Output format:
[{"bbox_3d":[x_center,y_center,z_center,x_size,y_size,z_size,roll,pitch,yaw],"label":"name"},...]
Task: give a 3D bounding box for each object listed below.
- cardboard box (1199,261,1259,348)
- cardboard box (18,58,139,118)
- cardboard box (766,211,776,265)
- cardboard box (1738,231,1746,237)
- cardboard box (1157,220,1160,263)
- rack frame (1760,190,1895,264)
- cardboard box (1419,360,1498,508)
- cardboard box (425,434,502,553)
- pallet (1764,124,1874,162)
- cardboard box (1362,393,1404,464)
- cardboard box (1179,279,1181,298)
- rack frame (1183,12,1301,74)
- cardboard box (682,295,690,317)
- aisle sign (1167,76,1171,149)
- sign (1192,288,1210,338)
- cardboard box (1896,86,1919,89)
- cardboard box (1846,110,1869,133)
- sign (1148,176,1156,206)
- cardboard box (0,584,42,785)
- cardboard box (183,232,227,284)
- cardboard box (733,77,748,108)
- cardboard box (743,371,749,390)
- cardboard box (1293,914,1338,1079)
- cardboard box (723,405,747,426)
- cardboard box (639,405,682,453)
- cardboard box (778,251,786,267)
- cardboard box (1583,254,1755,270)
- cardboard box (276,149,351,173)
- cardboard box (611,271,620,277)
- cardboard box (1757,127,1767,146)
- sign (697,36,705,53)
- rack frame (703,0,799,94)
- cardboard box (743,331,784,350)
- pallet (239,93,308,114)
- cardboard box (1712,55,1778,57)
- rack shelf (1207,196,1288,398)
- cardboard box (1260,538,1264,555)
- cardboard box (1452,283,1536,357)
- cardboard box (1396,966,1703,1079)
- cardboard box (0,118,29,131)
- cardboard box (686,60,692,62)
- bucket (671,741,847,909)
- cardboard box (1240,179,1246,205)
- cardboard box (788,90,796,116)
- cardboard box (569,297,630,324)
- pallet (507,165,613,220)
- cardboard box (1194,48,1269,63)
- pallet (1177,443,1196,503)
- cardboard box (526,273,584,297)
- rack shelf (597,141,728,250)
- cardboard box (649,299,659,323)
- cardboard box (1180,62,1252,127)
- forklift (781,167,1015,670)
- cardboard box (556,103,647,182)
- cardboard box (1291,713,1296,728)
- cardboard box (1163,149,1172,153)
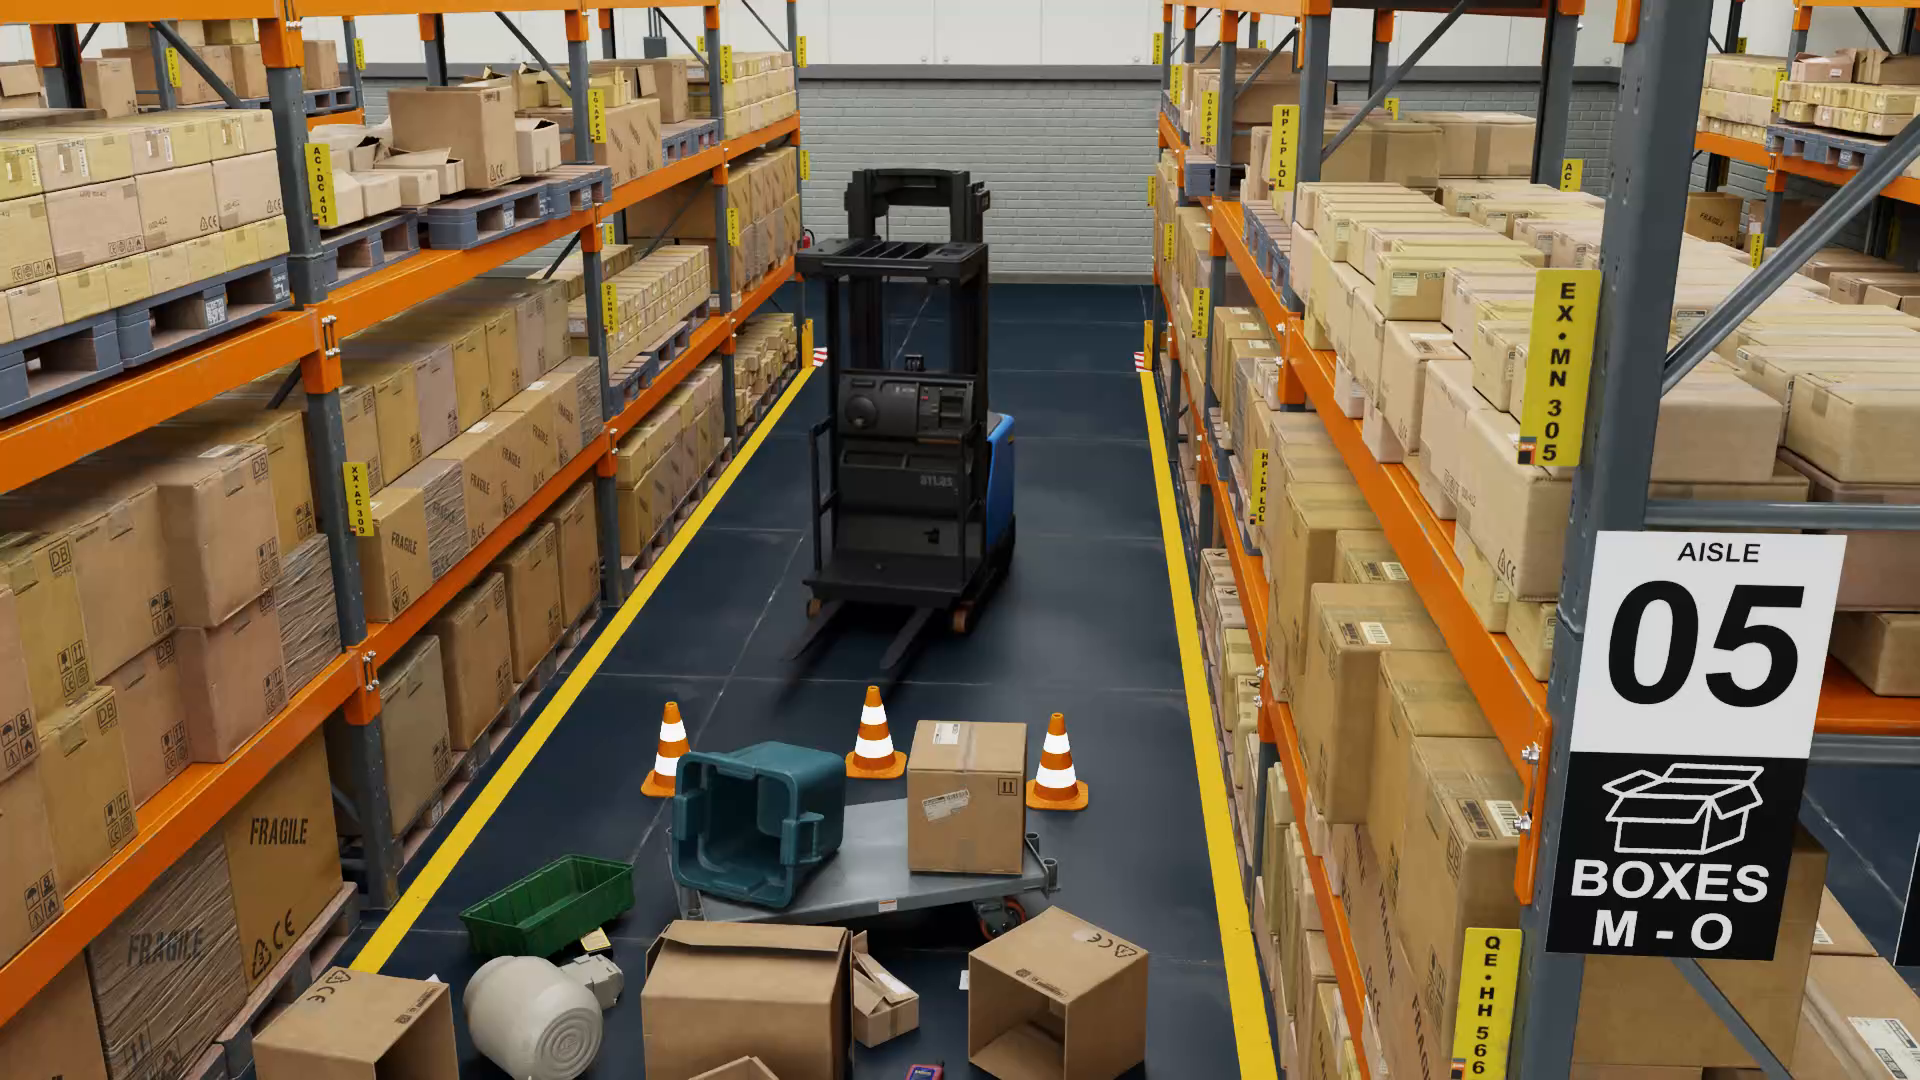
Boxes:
[{"bbox_3d":[1.879,-1.588,11.185,0.500,0.500,0.500,1,18,2],"label":"cardboard box"},{"bbox_3d":[-7.526,-3.854,14.217,0.700,0.500,0.500,2,18,5],"label":"cardboard box"},{"bbox_3d":[-2.158,-3.034,16.727,0.500,0.500,0.500,2,18,7],"label":"cardboard box"},{"bbox_3d":[7.822,-3.035,17.131,0.500,0.250,0.500,1,18,4],"label":"cardboard box"},{"bbox_3d":[2.348,-3.131,17.499,0.500,0.500,0.500,1,18,3],"label":"cardboard box"},{"bbox_3d":[7.341,-2.031,14.306,1.000,3.000,0.127,1,18,4],"label":"rack frame"},{"bbox_3d":[1.348,-0.231,3.755,0.500,0.250,0.500,1,18,3],"label":"cardboard box"},{"bbox_3d":[-2.748,-0.252,8.716,0.500,0.500,0.500,1,18,4],"label":"cardboard box"},{"bbox_3d":[7.224,-3.167,13.254,1.213,0.211,1.003,1,18,4],"label":"pallet"},{"bbox_3d":[1.342,-0.315,4.654,0.380,0.149,0.250,1,18,3],"label":"cardboard box"},{"bbox_3d":[2.068,-2.014,13.692,0.500,0.250,0.500,2,18,5],"label":"cardboard box"},{"bbox_3d":[2.390,-4.992,13.706,1.000,3.000,0.127,1,18,4],"label":"rack frame"},{"bbox_3d":[-2.442,-1.937,13.745,0.380,0.149,0.250,0,18,1],"label":"cardboard box"},{"bbox_3d":[2.393,-4.648,18.115,0.394,0.787,0.004,1,18,4],"label":"aisle sign"},{"bbox_3d":[1.549,-1.460,10.703,0.100,0.325,0.005,1,18,4],"label":"sign"},{"bbox_3d":[7.403,-3.391,12.728,0.380,0.149,0.250,2,18,5],"label":"cardboard box"},{"bbox_3d":[6.825,-3.105,12.332,0.380,0.149,0.250,2,18,5],"label":"cardboard box"},{"bbox_3d":[2.124,-3.847,18.328,0.100,0.325,0.005,1,18,4],"label":"sign"},{"bbox_3d":[-3.226,0.464,4.714,0.875,0.550,0.550,1,18,4],"label":"cardboard box"},{"bbox_3d":[-2.870,-1.010,5.939,0.380,0.149,0.250,2,18,5],"label":"cardboard box"},{"bbox_3d":[-2.240,-4.111,15.272,0.500,0.250,0.500,1,18,4],"label":"cardboard box"},{"bbox_3d":[-2.277,-1.553,16.271,0.380,0.149,0.250,0,18,1],"label":"cardboard box"},{"bbox_3d":[1.439,1.599,5.763,0.500,0.500,0.500,2,18,7],"label":"cardboard box"},{"bbox_3d":[-2.208,-1.171,15.583,0.380,0.149,0.250,0,18,2],"label":"cardboard box"},{"bbox_3d":[-2.466,-0.866,12.883,0.500,0.250,0.500,1,18,4],"label":"cardboard box"},{"bbox_3d":[-2.062,-3.001,17.668,0.380,0.149,0.250,2,18,5],"label":"cardboard box"},{"bbox_3d":[1.899,-0.677,4.477,0.380,0.149,0.250,2,18,5],"label":"cardboard box"},{"bbox_3d":[-3.259,-1.725,7.960,0.500,0.250,0.500,1,18,3],"label":"cardboard box"},{"bbox_3d":[-3.076,-2.169,13.976,0.380,0.149,0.250,2,18,5],"label":"cardboard box"},{"bbox_3d":[7.072,-3.456,14.238,0.380,0.149,0.250,1,18,4],"label":"cardboard box"},{"bbox_3d":[-2.809,-5.315,18.107,0.100,0.325,0.005,1,18,4],"label":"sign"},{"bbox_3d":[-2.268,-6.313,17.739,1.000,3.000,0.127,1,18,4],"label":"rack frame"},{"bbox_3d":[-2.066,-2.096,17.452,0.380,0.149,0.250,2,18,6],"label":"cardboard box"},{"bbox_3d":[-7.335,-4.377,16.790,1.003,0.211,1.213,1,18,4],"label":"pallet"},{"bbox_3d":[7.837,-4.701,16.596,0.500,0.250,0.500,1,18,2],"label":"cardboard box"},{"bbox_3d":[1.960,-1.361,8.598,1.077,0.370,4.000,1,18,4],"label":"rack shelf"},{"bbox_3d":[1.615,0.016,7.786,0.380,0.149,0.250,1,18,2],"label":"cardboard box"},{"bbox_3d":[1.411,-0.523,4.008,0.380,0.149,0.250,1,18,4],"label":"cardboard box"},{"bbox_3d":[1.294,1.222,3.737,0.500,0.500,0.500,1,18,3],"label":"cardboard box"},{"bbox_3d":[-3.529,-1.404,5.862,0.380,0.149,0.250,1,18,3],"label":"cardboard box"},{"bbox_3d":[-2.684,-4.343,15.340,0.380,0.149,0.250,2,18,6],"label":"cardboard box"},{"bbox_3d":[-0.838,1.191,7.286,0.726,0.611,0.620,8,10,23],"label":"bucket"},{"bbox_3d":[1.911,-2.111,10.134,0.380,0.149,0.250,1,18,4],"label":"cardboard box"},{"bbox_3d":[-2.036,-4.670,17.780,0.500,0.250,0.500,1,18,3],"label":"cardboard box"},{"bbox_3d":[-2.576,-1.640,11.883,0.380,0.149,0.250,1,18,4],"label":"cardboard box"},{"bbox_3d":[-2.834,-2.112,10.039,1.213,0.211,1.003,2,18,6],"label":"pallet"},{"bbox_3d":[2.455,-4.282,15.356,0.797,0.503,0.637,3,18,8],"label":"cardboard box"},{"bbox_3d":[2.410,-0.575,14.338,1.003,0.211,1.213,1,18,4],"label":"pallet"},{"bbox_3d":[-3.149,-1.986,12.939,0.380,0.149,0.250,2,18,6],"label":"cardboard box"},{"bbox_3d":[-2.698,-2.683,12.631,1.077,0.370,4.000,1,18,4],"label":"rack shelf"},{"bbox_3d":[-2.515,-1.745,12.683,0.380,0.149,0.250,1,18,3],"label":"cardboard box"},{"bbox_3d":[2.038,-3.546,13.276,0.500,0.500,0.500,1,18,3],"label":"cardboard box"},{"bbox_3d":[-0.412,-0.898,10.955,1.130,2.935,3.031,4,19,12],"label":"forklift"},{"bbox_3d":[-2.506,-2.778,11.605,0.500,0.500,0.500,1,18,4],"label":"cardboard box"},{"bbox_3d":[1.508,0.633,6.577,0.380,0.149,0.250,2,18,6],"label":"cardboard box"},{"bbox_3d":[2.375,-4.110,17.842,0.380,0.149,0.250,2,18,5],"label":"cardboard box"}]
